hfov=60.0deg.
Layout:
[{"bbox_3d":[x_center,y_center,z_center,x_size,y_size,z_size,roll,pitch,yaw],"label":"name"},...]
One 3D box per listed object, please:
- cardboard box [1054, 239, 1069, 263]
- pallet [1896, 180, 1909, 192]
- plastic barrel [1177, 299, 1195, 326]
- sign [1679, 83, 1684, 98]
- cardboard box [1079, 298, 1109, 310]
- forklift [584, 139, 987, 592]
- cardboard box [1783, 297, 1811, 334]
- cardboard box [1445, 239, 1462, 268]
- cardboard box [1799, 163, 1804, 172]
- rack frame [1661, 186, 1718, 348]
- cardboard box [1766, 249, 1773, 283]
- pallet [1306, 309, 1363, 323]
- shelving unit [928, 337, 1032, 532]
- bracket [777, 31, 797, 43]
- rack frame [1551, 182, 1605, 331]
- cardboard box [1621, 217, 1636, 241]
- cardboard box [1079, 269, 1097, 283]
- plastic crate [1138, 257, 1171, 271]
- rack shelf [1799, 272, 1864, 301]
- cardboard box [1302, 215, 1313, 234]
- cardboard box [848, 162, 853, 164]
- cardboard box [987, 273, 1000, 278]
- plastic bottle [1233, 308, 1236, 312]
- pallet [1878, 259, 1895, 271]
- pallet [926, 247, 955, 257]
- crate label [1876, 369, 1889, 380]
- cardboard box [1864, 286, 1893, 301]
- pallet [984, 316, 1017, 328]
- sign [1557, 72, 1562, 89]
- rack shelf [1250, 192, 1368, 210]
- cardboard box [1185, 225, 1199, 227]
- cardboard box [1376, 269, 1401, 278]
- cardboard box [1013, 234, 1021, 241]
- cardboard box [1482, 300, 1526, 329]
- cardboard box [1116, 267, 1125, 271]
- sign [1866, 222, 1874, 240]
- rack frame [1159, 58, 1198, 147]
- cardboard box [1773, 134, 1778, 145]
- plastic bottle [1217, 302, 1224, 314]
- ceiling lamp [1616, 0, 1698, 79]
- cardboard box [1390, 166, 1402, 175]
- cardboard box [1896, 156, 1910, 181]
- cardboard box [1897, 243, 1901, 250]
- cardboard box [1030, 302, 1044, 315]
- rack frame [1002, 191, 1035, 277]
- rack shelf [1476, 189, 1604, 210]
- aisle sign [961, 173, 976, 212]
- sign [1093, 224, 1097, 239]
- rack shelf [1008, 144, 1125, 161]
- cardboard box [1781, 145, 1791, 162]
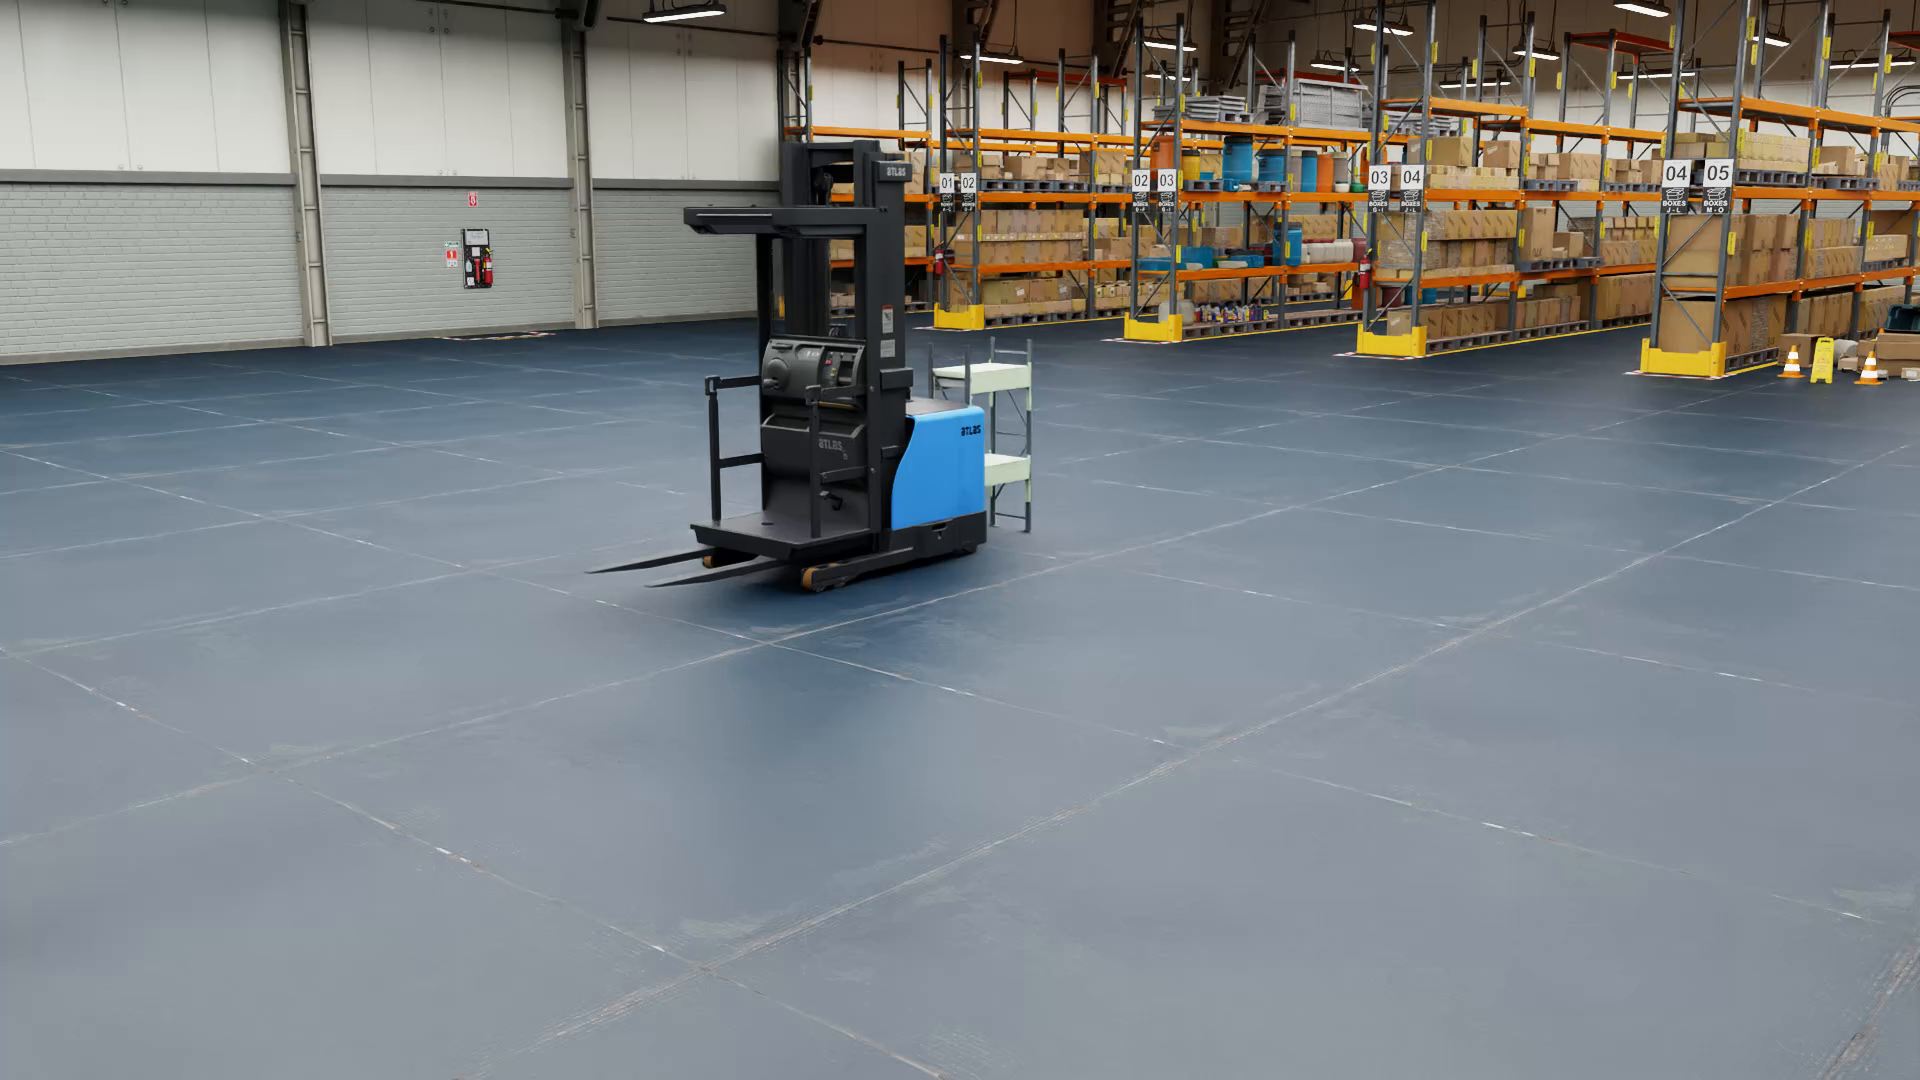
[{"bbox_3d":[2.000,-6.464,37.161,0.700,0.500,0.500,10,15,40],"label":"cardboard box"},{"bbox_3d":[17.840,-6.948,32.660,1.213,0.211,1.003,10,15,40],"label":"pallet"},{"bbox_3d":[4.417,-4.496,32.845,0.421,0.512,0.421,0,11,0],"label":"plastic barrel"},{"bbox_3d":[15.767,-9.826,36.343,0.100,0.325,0.005,10,15,40],"label":"sign"},{"bbox_3d":[3.084,-5.444,38.259,0.500,0.250,0.500,9,15,39],"label":"cardboard box"},{"bbox_3d":[-1.149,-1.201,11.243,1.130,2.935,3.031,10,15,40],"label":"forklift"},{"bbox_3d":[14.072,-3.828,28.889,1.050,0.750,0.750,10,15,40],"label":"cardboard box"},{"bbox_3d":[8.416,-5.119,29.667,0.875,0.500,0.500,10,15,40],"label":"cardboard box"},{"bbox_3d":[13.563,-6.093,27.213,0.380,0.149,0.250,10,15,41],"label":"cardboard box"},{"bbox_3d":[11.086,-4.034,25.250,0.949,2.616,0.053,10,15,40],"label":"rack frame"},{"bbox_3d":[12.704,-4.492,27.158,0.875,0.550,0.550,10,15,40],"label":"cardboard box"},{"bbox_3d":[8.450,-5.031,37.359,1.003,0.211,1.213,10,15,40],"label":"pallet"},{"bbox_3d":[0.157,-0.771,12.742,0.431,1.500,0.755,10,15,40],"label":"shelving unit"},{"bbox_3d":[-3.928,-11.426,37.752,0.235,0.232,0.430,10,15,40],"label":"bracket"},{"bbox_3d":[12.711,-5.867,34.426,1.000,3.000,0.127,10,15,40],"label":"rack frame"},{"bbox_3d":[14.076,-6.708,35.822,0.797,0.503,0.637,10,15,42],"label":"cardboard box"},{"bbox_3d":[3.273,-7.285,45.941,0.750,0.750,0.750,10,15,42],"label":"cardboard box"},{"bbox_3d":[3.815,-5.369,32.316,0.499,0.251,0.616,10,15,40],"label":"plastic crate"},{"bbox_3d":[15.050,-4.564,29.738,1.077,0.370,4.000,10,15,40],"label":"rack shelf"},{"bbox_3d":[9.115,-8.460,44.603,0.500,0.500,0.500,9,15,39],"label":"cardboard box"},{"bbox_3d":[-2.597,-8.800,38.596,0.500,0.500,0.500,10,15,42],"label":"cardboard box"},{"bbox_3d":[0.689,-6.957,43.230,0.500,0.250,0.500,10,15,41],"label":"cardboard box"},{"bbox_3d":[5.611,-4.585,33.819,0.061,0.283,0.133,10,15,40],"label":"plastic bottle"},{"bbox_3d":[17.646,-5.413,32.644,1.003,0.211,1.213,10,15,40],"label":"pallet"},{"bbox_3d":[-0.478,-7.199,41.586,1.003,0.211,1.213,10,15,40],"label":"pallet"},{"bbox_3d":[13.603,-2.452,24.637,0.250,0.136,0.298,2,12,11],"label":"crate label"},{"bbox_3d":[18.021,-4.851,32.736,0.500,0.250,0.500,9,14,38],"label":"cardboard box"},{"bbox_3d":[0.464,-4.722,35.812,1.003,0.211,1.213,10,15,40],"label":"pallet"},{"bbox_3d":[12.291,-9.416,34.088,0.100,0.325,0.005,10,15,40],"label":"sign"},{"bbox_3d":[7.670,-7.331,35.935,1.077,0.370,4.000,10,15,40],"label":"rack shelf"},{"bbox_3d":[6.500,-9.036,49.526,0.980,0.700,0.700,11,16,43],"label":"cardboard box"},{"bbox_3d":[7.463,-4.635,28.901,0.380,0.149,0.250,10,15,40],"label":"cardboard box"},{"bbox_3d":[1.092,-6.520,35.786,0.380,0.149,0.250,9,14,38],"label":"cardboard box"},{"bbox_3d":[10.492,-4.356,32.119,0.700,0.500,0.500,8,14,36],"label":"cardboard box"},{"bbox_3d":[4.515,-7.776,47.638,0.380,0.149,0.250,10,15,40],"label":"cardboard box"},{"bbox_3d":[16.789,-5.707,30.670,0.100,0.325,0.005,10,15,40],"label":"sign"},{"bbox_3d":[5.272,-10.090,40.253,1.000,3.000,0.127,10,15,40],"label":"rack frame"},{"bbox_3d":[12.557,-6.260,26.013,0.380,0.149,0.250,10,15,41],"label":"cardboard box"},{"bbox_3d":[5.381,-4.742,34.437,0.144,0.351,0.185,9,14,38],"label":"plastic bottle"},{"bbox_3d":[17.935,-13.558,42.712,2.000,3.185,0.800,10,15,40],"label":"ceiling lamp"},{"bbox_3d":[7.379,-6.364,28.621,0.380,0.149,0.250,10,15,40],"label":"cardboard box"},{"bbox_3d":[18.677,-7.483,33.534,0.700,0.500,0.500,10,15,40],"label":"cardboard box"},{"bbox_3d":[18.557,-5.869,33.245,0.380,0.149,0.250,11,15,43],"label":"cardboard box"},{"bbox_3d":[1.503,-5.099,36.531,0.500,0.250,0.500,10,15,40],"label":"cardboard box"},{"bbox_3d":[1.548,-7.788,44.045,1.000,3.000,0.127,10,15,40],"label":"rack frame"},{"bbox_3d":[11.390,-6.691,32.729,1.077,0.370,4.000,10,15,40],"label":"rack shelf"},{"bbox_3d":[0.178,-7.197,34.447,0.394,0.787,0.004,10,15,40],"label":"aisle sign"},{"bbox_3d":[3.049,-6.951,37.444,0.100,0.325,0.005,10,15,40],"label":"sign"},{"bbox_3d":[2.869,-10.475,45.040,1.077,0.370,4.000,10,15,40],"label":"rack shelf"},{"bbox_3d":[12.932,-6.167,26.567,0.500,0.250,0.500,10,15,40],"label":"cardboard box"}]
